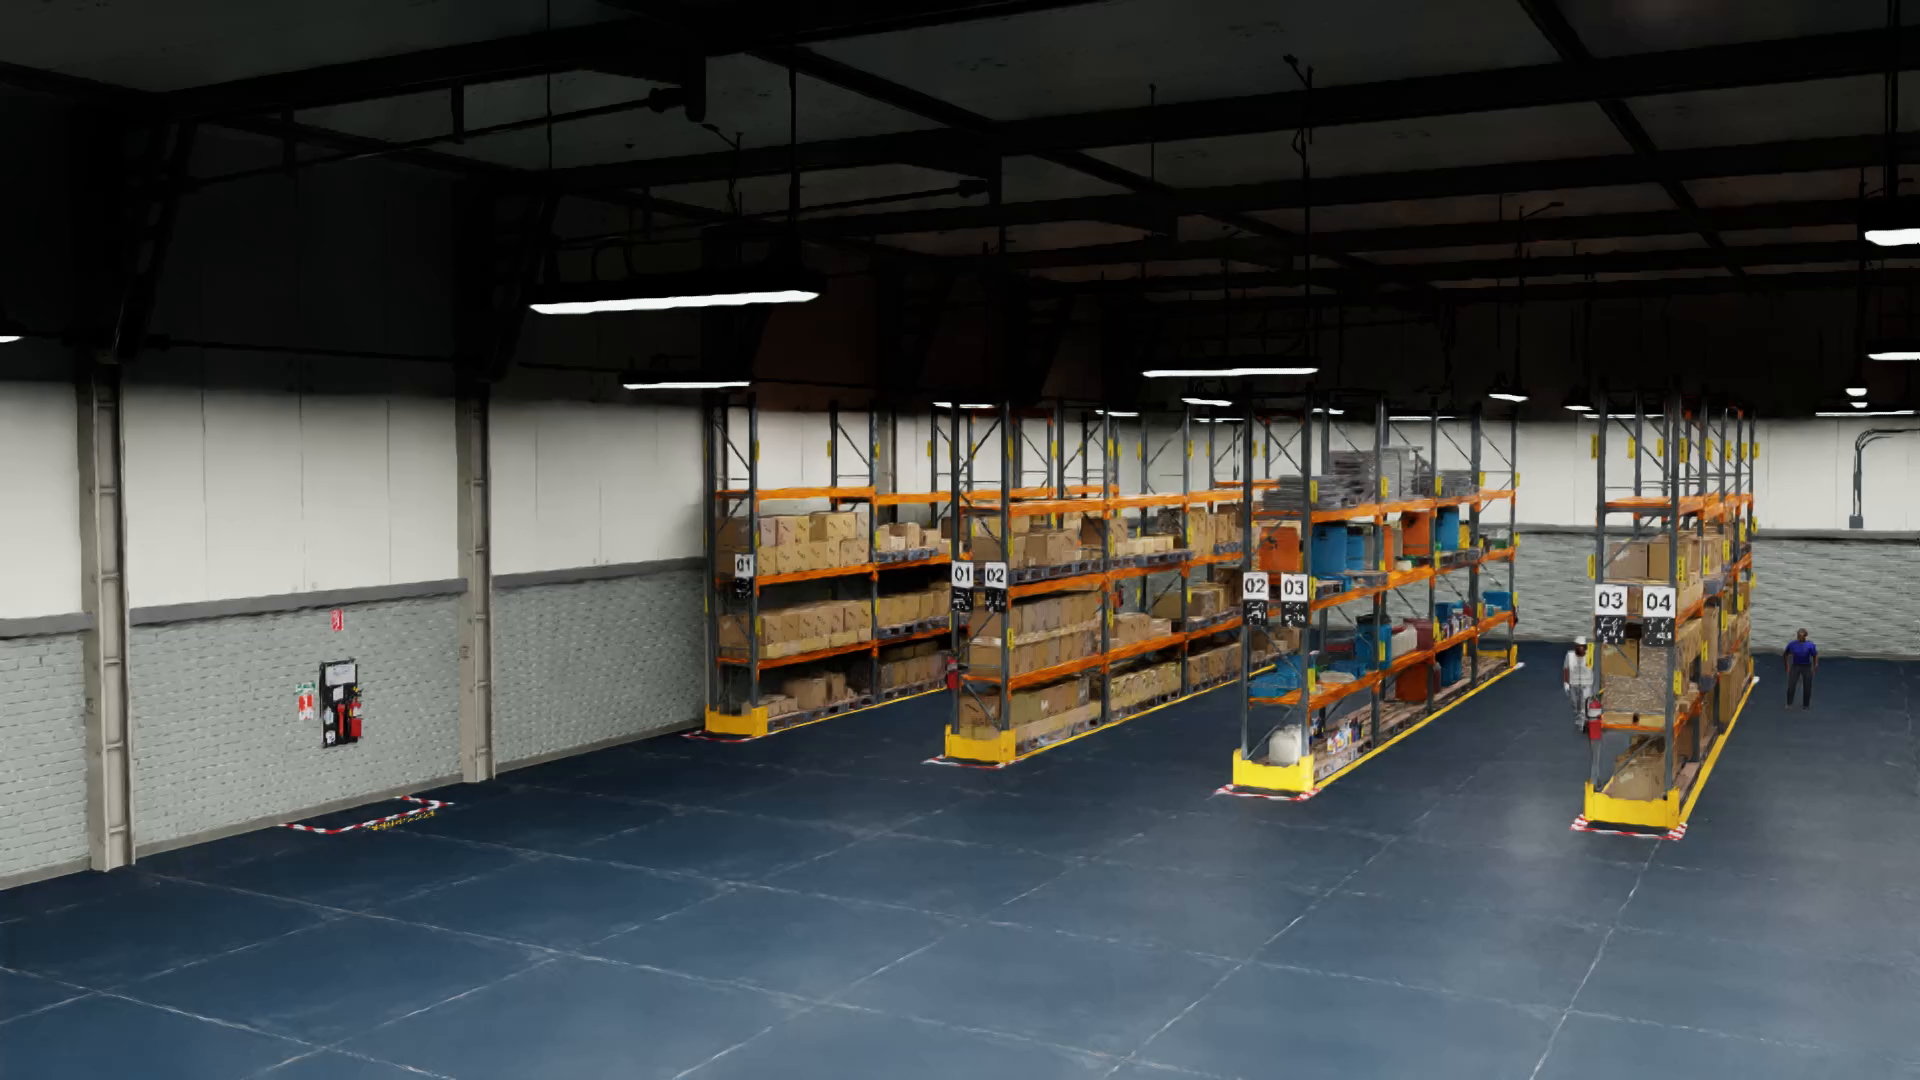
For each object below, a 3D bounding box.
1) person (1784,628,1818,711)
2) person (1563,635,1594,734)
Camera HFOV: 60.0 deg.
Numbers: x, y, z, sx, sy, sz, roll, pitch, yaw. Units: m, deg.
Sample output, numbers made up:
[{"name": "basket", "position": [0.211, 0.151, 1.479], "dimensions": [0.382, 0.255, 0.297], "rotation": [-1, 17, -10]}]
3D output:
[{"name": "person", "position": [16.155, 2.536, 31.961], "dimensions": [0.592, 1.494, 0.518], "rotation": [2, 3, 26]}, {"name": "person", "position": [11.007, 2.540, 29.542], "dimensions": [0.562, 1.706, 1.122], "rotation": [2, 4, 31]}]
